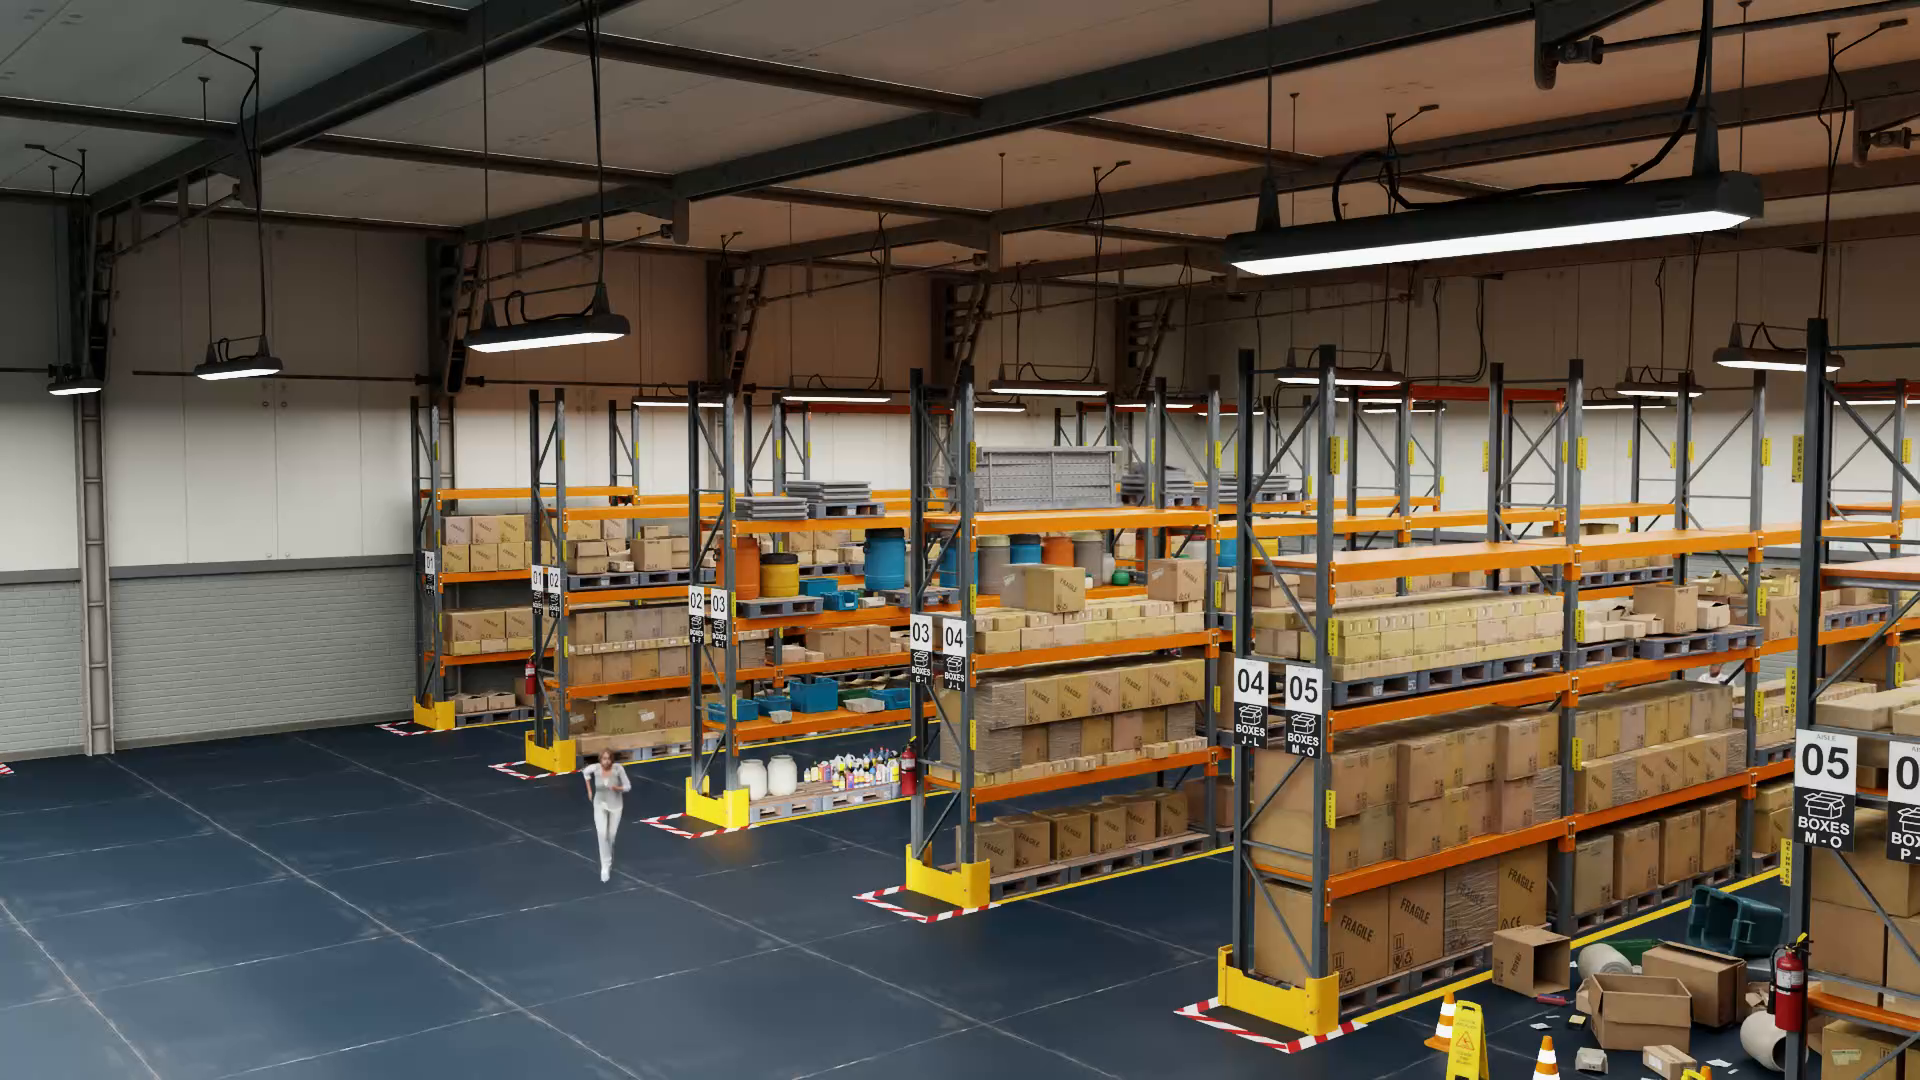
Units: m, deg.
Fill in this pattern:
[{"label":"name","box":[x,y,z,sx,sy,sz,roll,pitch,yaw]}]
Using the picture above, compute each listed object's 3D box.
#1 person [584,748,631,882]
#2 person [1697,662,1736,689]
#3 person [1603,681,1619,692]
[{"label":"person","box":[-4.190,3.220,19.773,0.532,1.566,0.869,-1,3,-16]},{"label":"person","box":[12.077,2.734,26.650,0.675,1.741,0.607,3,4,41]},{"label":"person","box":[9.641,2.866,24.765,0.847,1.684,0.640,-3,4,-41]}]
